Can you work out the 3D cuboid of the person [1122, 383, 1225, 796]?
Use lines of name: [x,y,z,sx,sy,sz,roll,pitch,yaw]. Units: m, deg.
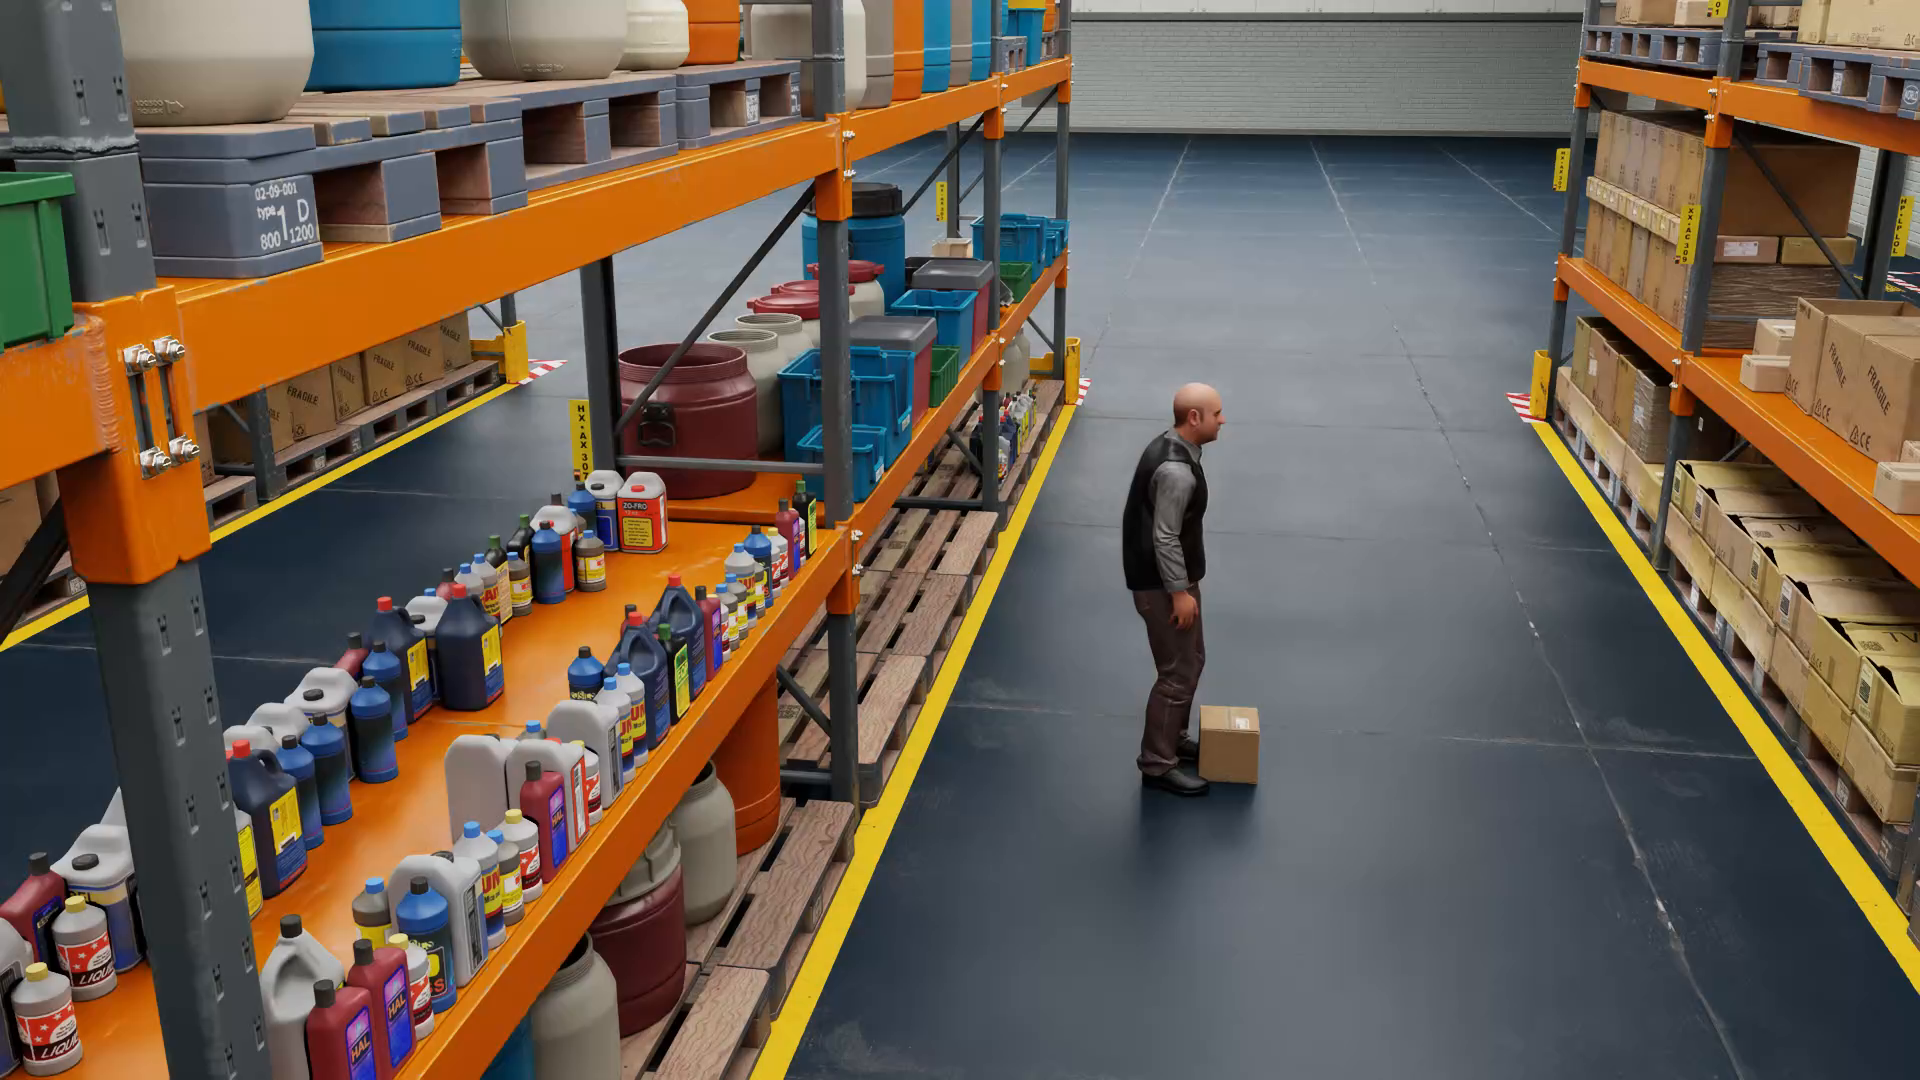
person: [0.912,0.181,7.049,0.460,1.721,0.580,3,18,9]
